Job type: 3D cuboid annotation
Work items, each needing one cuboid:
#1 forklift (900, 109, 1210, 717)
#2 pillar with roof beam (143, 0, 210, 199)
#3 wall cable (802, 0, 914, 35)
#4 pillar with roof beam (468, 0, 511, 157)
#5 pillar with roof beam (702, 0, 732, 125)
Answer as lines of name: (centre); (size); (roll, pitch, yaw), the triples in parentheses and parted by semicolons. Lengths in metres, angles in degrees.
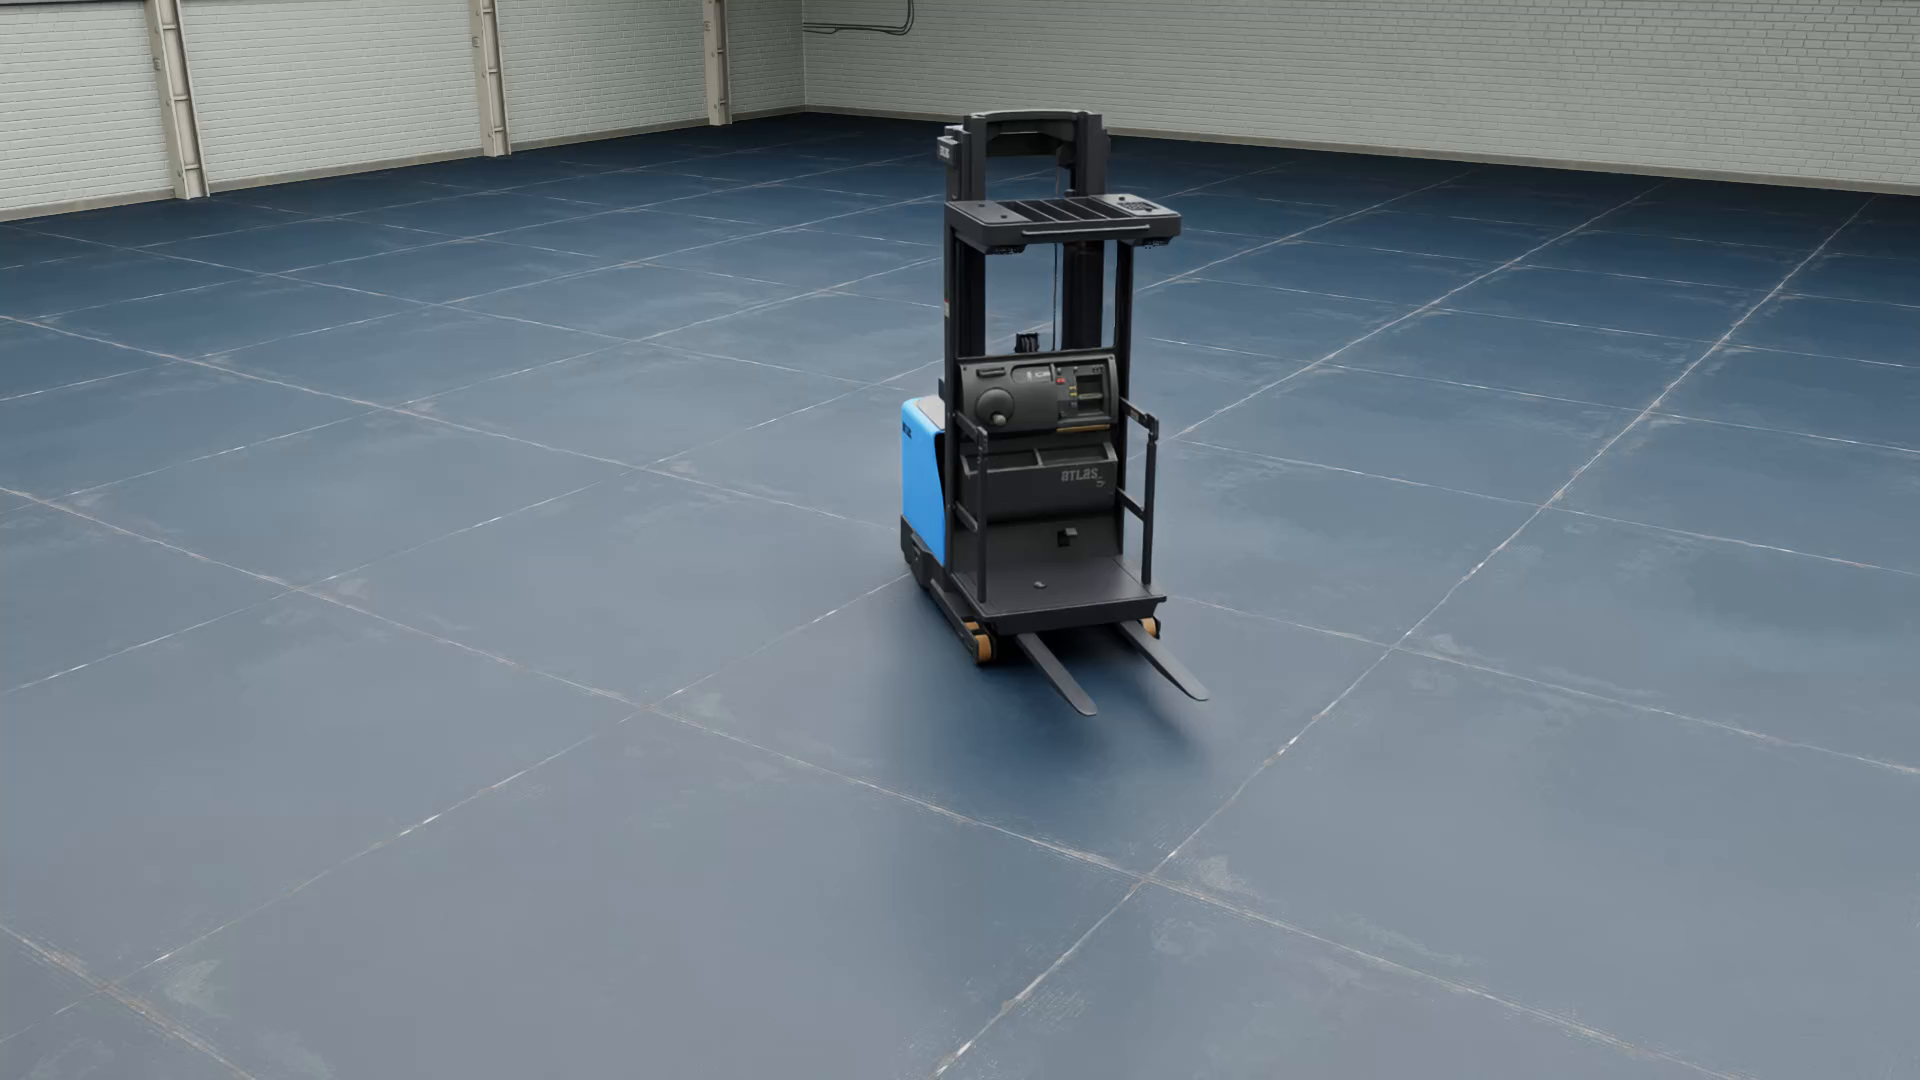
forklift: (0.518, -0.829, 9.281); (1.130, 2.935, 3.031); (-6, 21, -15)
pillar with roof beam: (-8.198, -8.639, 21.649); (9.100, 9.000, 0.400); (13, 24, 32)
wall cable: (-2.263, -12.053, 35.353); (3.097, 2.526, 0.112); (13, 24, 32)
pillar with roof beam: (-4.826, -10.360, 26.303); (9.100, 9.000, 0.400); (13, 24, 32)
pillar with roof beam: (-1.453, -12.082, 30.957); (9.100, 9.000, 0.400); (13, 24, 32)
